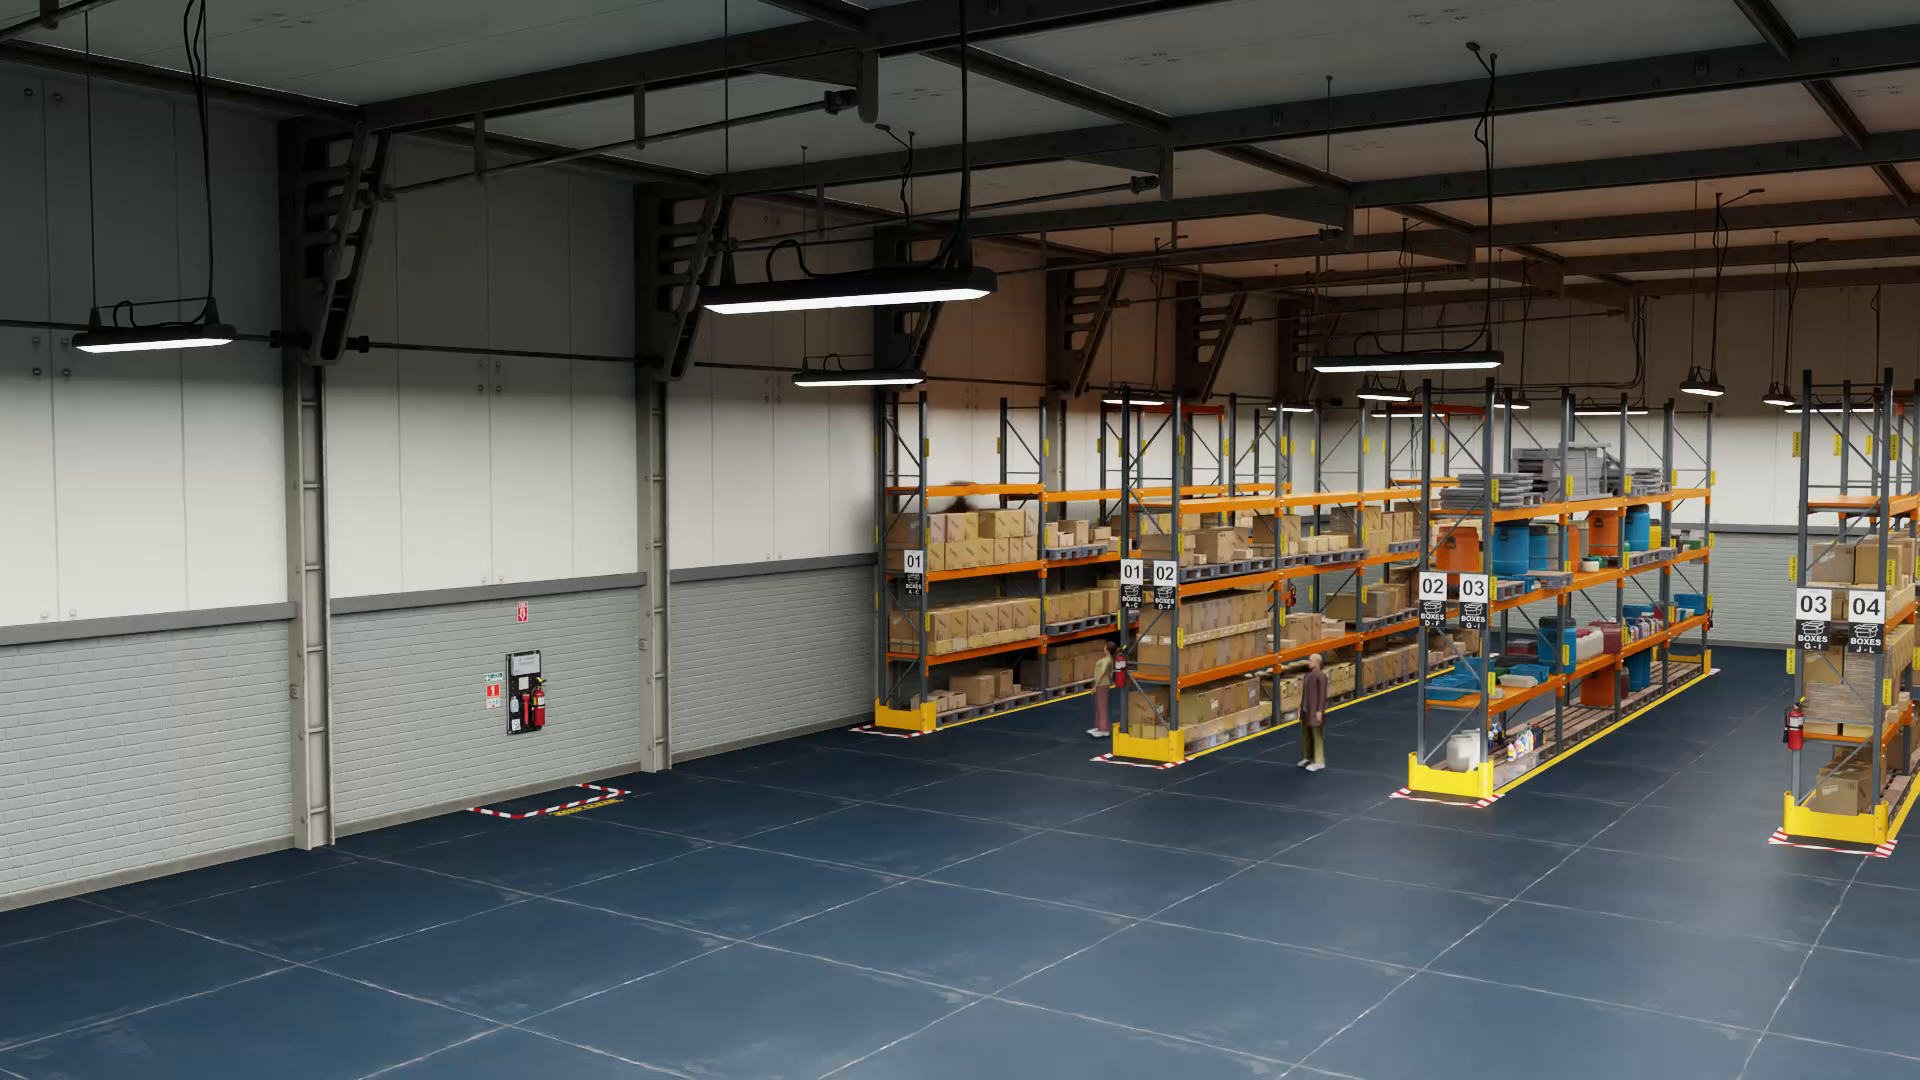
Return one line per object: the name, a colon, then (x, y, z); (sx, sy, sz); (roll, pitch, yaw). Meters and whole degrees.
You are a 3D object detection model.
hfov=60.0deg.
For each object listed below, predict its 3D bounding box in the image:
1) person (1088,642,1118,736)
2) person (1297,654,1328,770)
person: (2.490, 2.570, 28.902); (0.506, 1.638, 0.518); (0, 3, 2)
person: (5.476, 2.672, 25.961); (0.400, 1.772, 0.613); (-1, 3, -19)
